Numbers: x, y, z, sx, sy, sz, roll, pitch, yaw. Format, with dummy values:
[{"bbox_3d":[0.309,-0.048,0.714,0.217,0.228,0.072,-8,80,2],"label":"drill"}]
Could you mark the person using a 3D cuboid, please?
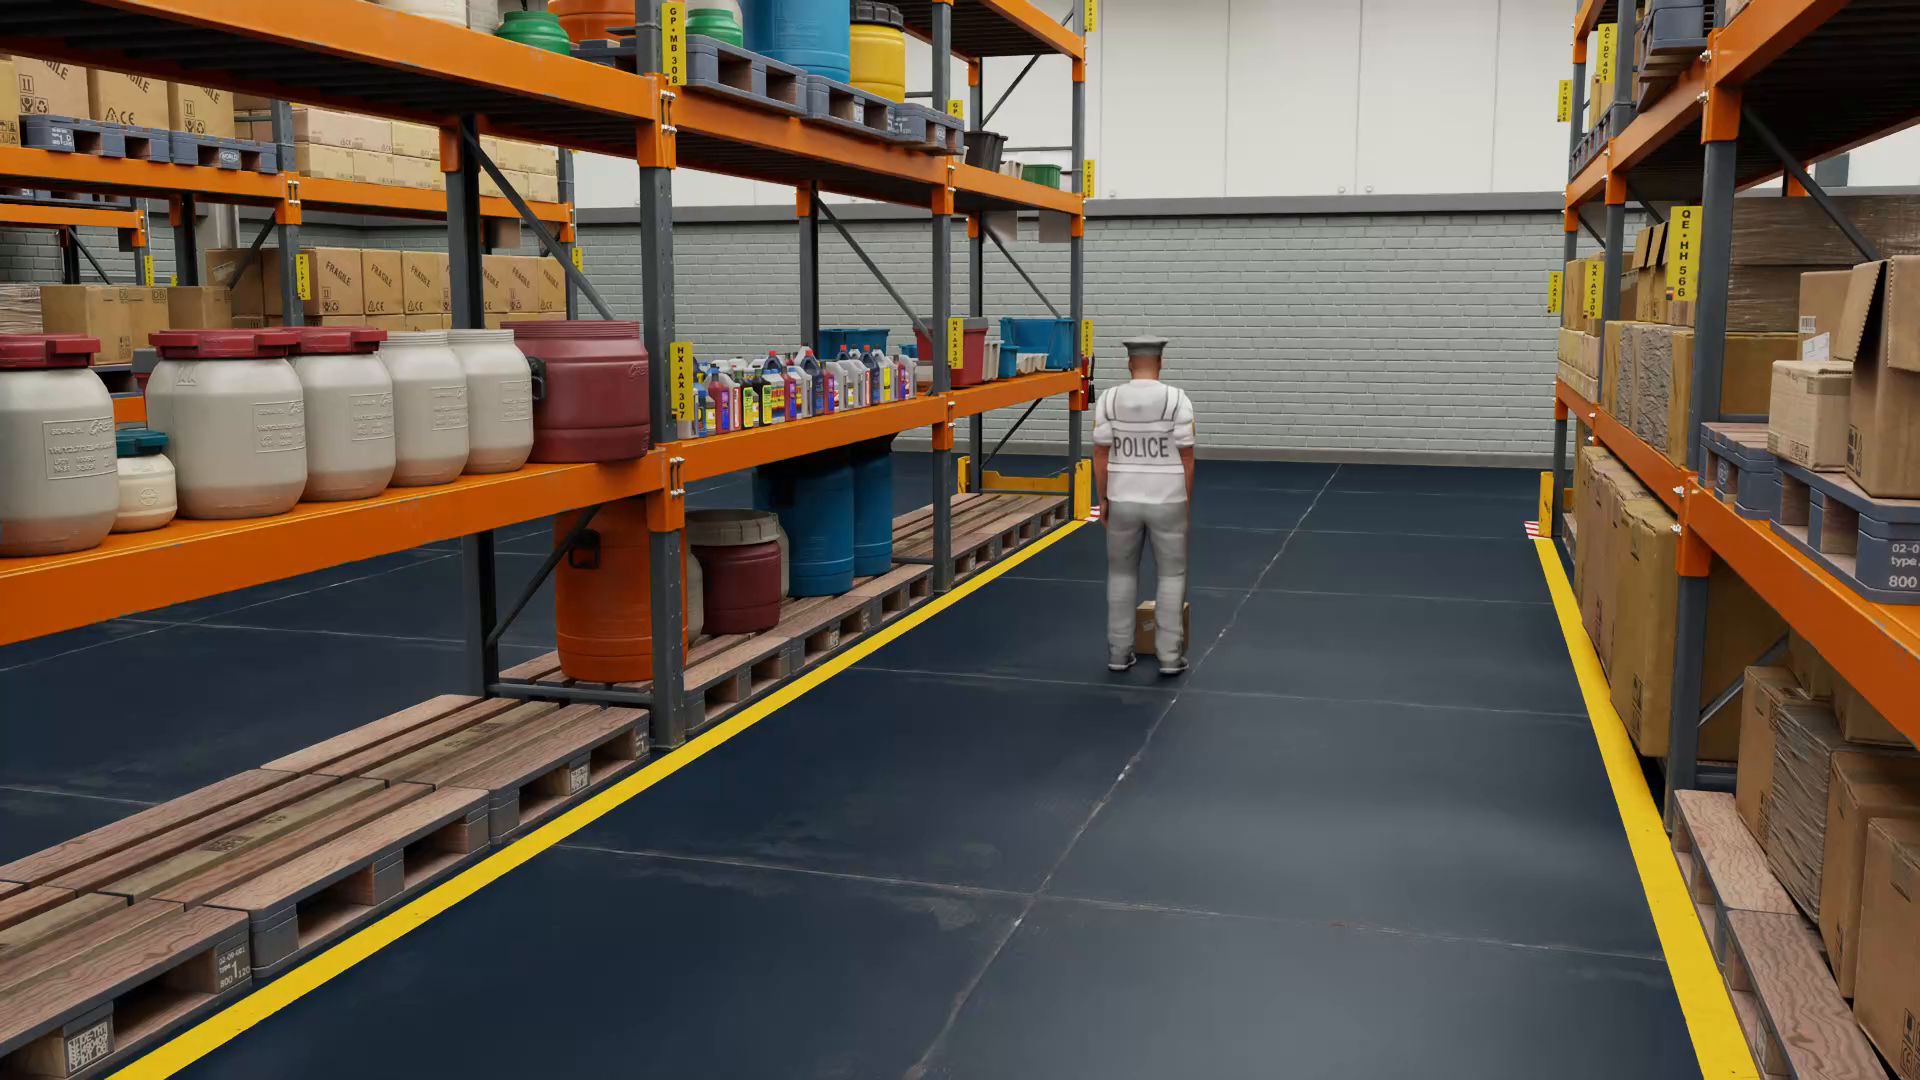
[{"bbox_3d":[0.954,-0.180,8.622,0.530,1.745,0.391,3,9,17],"label":"person"}]
